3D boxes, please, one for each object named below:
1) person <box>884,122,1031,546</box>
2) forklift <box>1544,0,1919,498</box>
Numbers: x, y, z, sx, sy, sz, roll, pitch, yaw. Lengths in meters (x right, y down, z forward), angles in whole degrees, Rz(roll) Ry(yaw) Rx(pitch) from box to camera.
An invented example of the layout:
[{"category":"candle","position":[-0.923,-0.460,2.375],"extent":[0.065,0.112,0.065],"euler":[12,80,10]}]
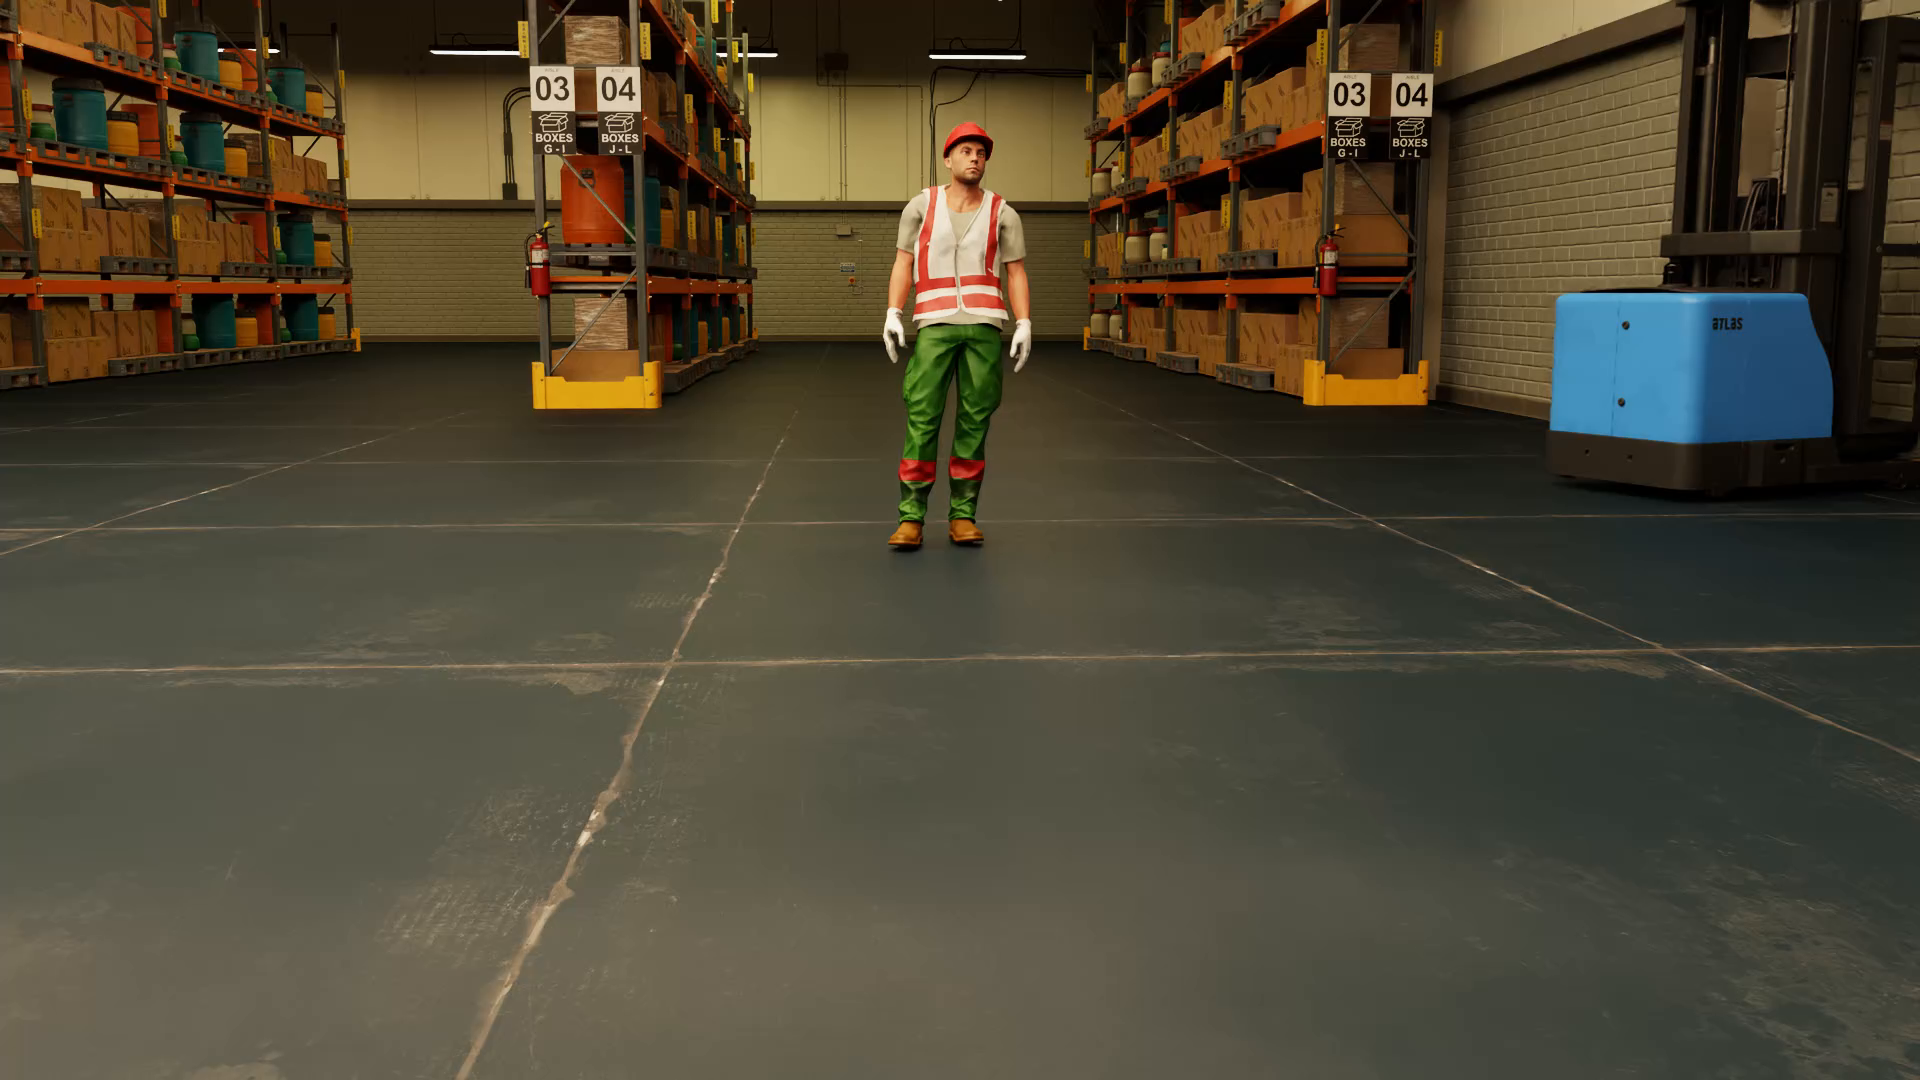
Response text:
[{"category":"person","position":[-0.007,-0.880,7.097],"extent":[0.637,1.790,0.562],"euler":[-1,8,-4]},{"category":"forklift","position":[4.860,-1.789,9.381],"extent":[3.031,2.935,1.130],"euler":[-4,9,-25]}]
